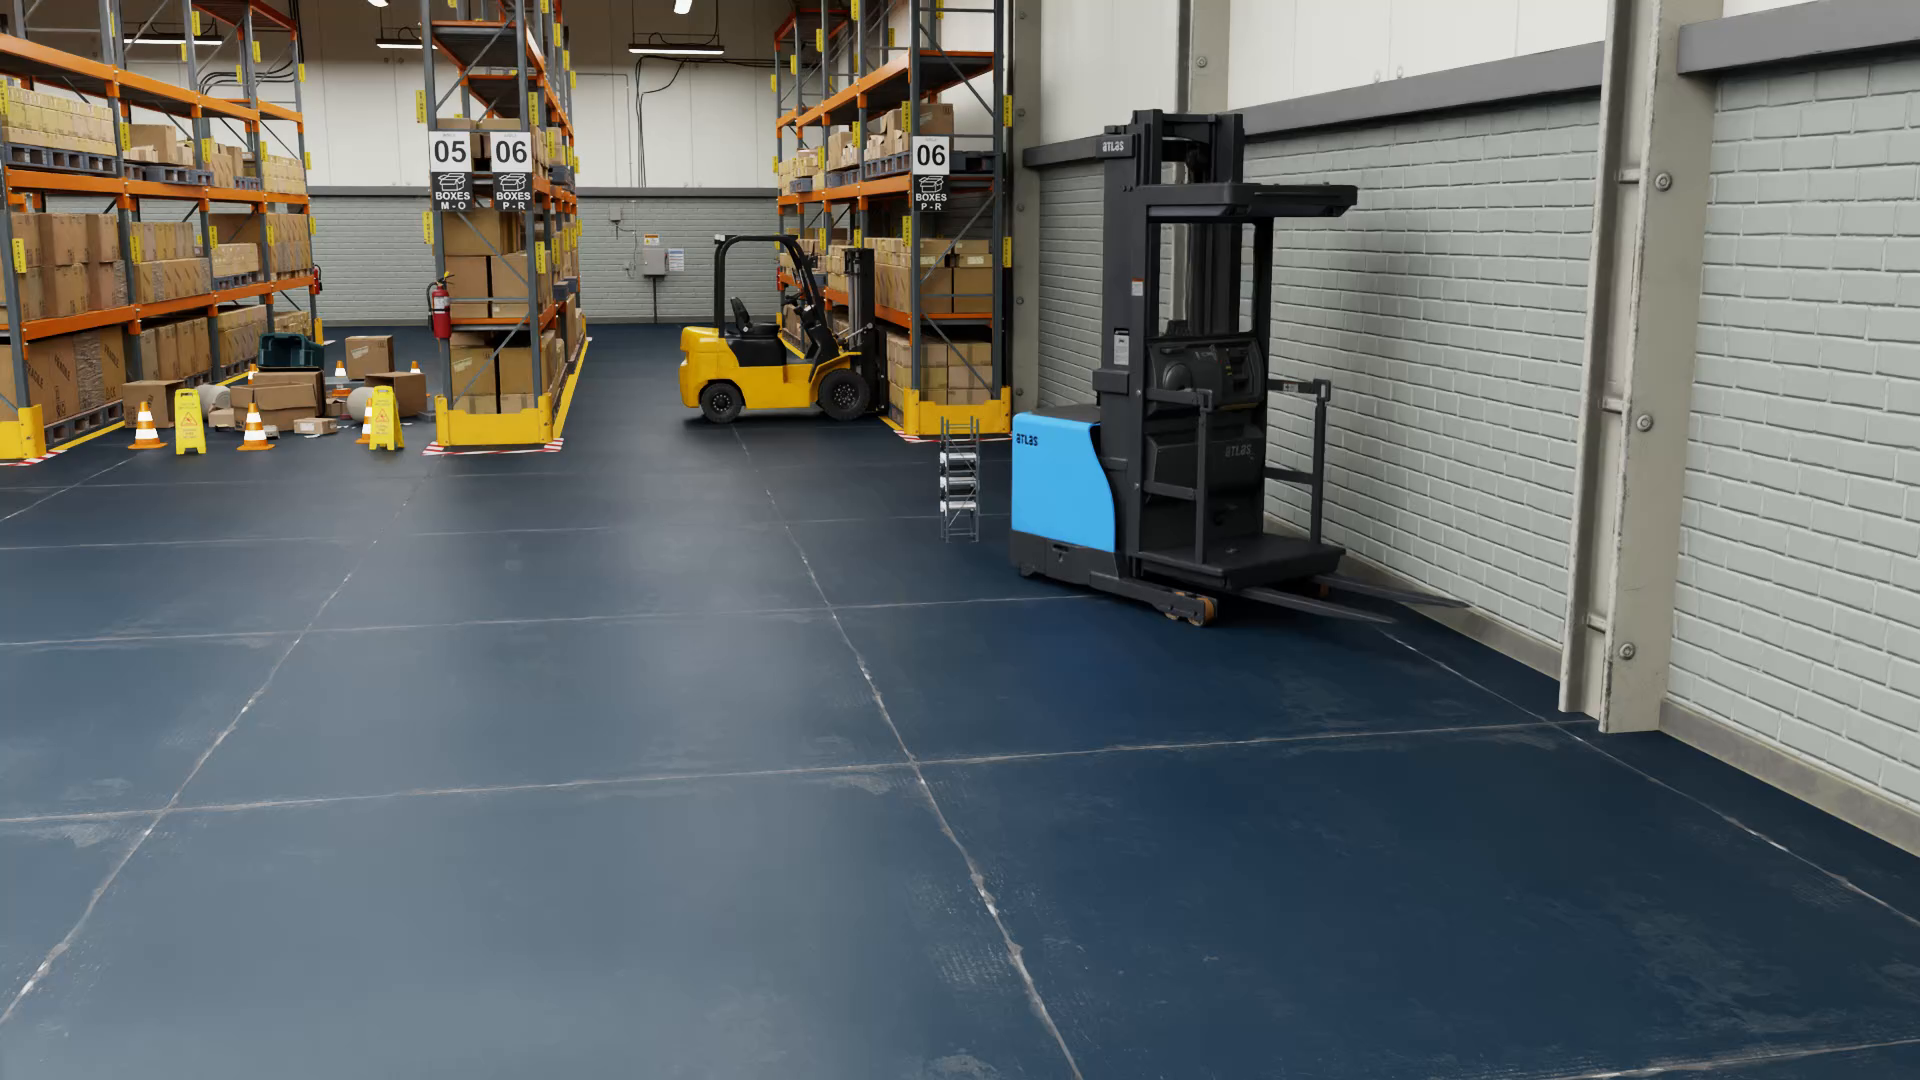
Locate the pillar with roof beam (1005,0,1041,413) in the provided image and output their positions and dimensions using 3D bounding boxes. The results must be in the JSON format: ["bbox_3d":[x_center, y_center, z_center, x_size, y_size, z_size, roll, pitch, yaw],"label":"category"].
[{"bbox_3d":[-3.509,-5.627,17.691,9.100,9.000,0.400,-2,11,-11],"label":"pillar with roof beam"}]

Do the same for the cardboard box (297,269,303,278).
[{"bbox_3d":[-12.363,-4.919,30.690,0.380,0.149,0.250,-2,11,-9],"label":"cardboard box"}]

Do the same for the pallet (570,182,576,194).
[{"bbox_3d":[-7.861,-6.723,31.712,1.003,0.211,1.213,-2,11,-11],"label":"pallet"}]

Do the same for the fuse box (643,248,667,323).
[{"bbox_3d":[-7.046,-5.879,38.507,0.539,1.711,0.414,-2,11,-11],"label":"fuse box"}]

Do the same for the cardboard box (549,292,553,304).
[{"bbox_3d":[-5.264,-3.011,20.667,0.380,0.149,0.250,-2,11,-10],"label":"cardboard box"}]

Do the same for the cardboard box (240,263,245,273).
[{"bbox_3d":[-11.596,-4.324,26.440,0.380,0.149,0.250,-3,11,-13],"label":"cardboard box"}]

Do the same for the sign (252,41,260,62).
[{"bbox_3d":[-11.530,-8.002,27.248,0.100,0.325,0.005,-2,11,-11],"label":"sign"}]

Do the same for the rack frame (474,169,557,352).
[{"bbox_3d":[-5.681,-3.228,21.134,1.000,3.000,0.127,-2,11,-11],"label":"rack frame"}]

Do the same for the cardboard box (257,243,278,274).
[{"bbox_3d":[-11.922,-4.792,28.288,0.500,0.500,0.500,-2,11,-12],"label":"cardboard box"}]

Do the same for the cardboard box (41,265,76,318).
[{"bbox_3d":[-9.970,-2.643,17.661,0.875,0.550,0.550,-2,11,-11],"label":"cardboard box"}]

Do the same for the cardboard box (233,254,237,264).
[{"bbox_3d":[-11.500,-4.374,25.906,0.380,0.149,0.250,-2,11,-9],"label":"cardboard box"}]

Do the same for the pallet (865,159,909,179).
[{"bbox_3d":[-0.622,-4.684,20.997,1.003,0.211,1.213,-2,11,-11],"label":"pallet"}]

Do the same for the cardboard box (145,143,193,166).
[{"bbox_3d":[-10.797,-5.267,22.674,0.500,0.311,0.500,-2,11,-11],"label":"cardboard box"}]

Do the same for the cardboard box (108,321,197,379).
[{"bbox_3d":[-11.091,-2.589,22.670,1.050,0.750,0.750,-2,11,-10],"label":"cardboard box"}]

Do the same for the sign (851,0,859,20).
[{"bbox_3d":[-1.343,-6.832,21.315,0.100,0.325,0.005,-2,11,-11],"label":"sign"}]

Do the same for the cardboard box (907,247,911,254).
[{"bbox_3d":[-0.390,-3.292,18.670,0.380,0.149,0.250,-2,11,-11],"label":"cardboard box"}]

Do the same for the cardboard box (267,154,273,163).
[{"bbox_3d":[-12.022,-6.545,28.534,0.380,0.149,0.250,-2,11,-13],"label":"cardboard box"}]

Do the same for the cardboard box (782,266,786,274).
[{"bbox_3d":[-3.352,-5.416,33.303,0.380,0.149,0.250,-2,11,-11],"label":"cardboard box"}]

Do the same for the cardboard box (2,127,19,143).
[{"bbox_3d":[-9.491,-3.976,16.322,0.380,0.149,0.250,-2,11,-11],"label":"cardboard box"}]

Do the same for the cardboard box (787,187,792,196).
[{"bbox_3d":[-3.057,-6.563,31.306,0.380,0.149,0.250,-2,11,-10],"label":"cardboard box"}]

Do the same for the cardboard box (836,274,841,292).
[{"bbox_3d":[-1.544,-3.792,24.499,0.500,0.250,0.500,-2,11,-13],"label":"cardboard box"}]

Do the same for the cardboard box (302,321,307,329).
[{"bbox_3d":[-12.366,-4.001,30.899,0.380,0.149,0.250,-3,11,-13],"label":"cardboard box"}]

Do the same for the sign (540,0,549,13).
[{"bbox_3d":[-5.145,-6.689,20.564,0.100,0.325,0.005,-2,11,-11],"label":"sign"}]

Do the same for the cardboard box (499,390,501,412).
[{"bbox_3d":[-5.417,-1.584,18.725,0.500,0.250,0.500,-2,11,-11],"label":"cardboard box"}]

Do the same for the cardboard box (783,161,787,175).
[{"bbox_3d":[-3.115,-7.126,31.857,0.500,0.250,0.500,-2,11,-12],"label":"cardboard box"}]

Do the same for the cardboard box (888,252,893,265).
[{"bbox_3d":[-0.651,-3.331,19.673,0.380,0.149,0.250,-2,11,-11],"label":"cardboard box"}]

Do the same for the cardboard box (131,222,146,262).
[{"bbox_3d":[-10.721,-3.755,20.960,0.700,0.500,0.500,-2,11,-12],"label":"cardboard box"}]

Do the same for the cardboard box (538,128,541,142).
[{"bbox_3d":[-5.010,-4.639,19.063,0.380,0.149,0.250,-2,11,-10],"label":"cardboard box"}]

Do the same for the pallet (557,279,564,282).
[{"bbox_3d":[-6.034,-3.506,23.106,1.003,0.211,1.213,-2,11,-11],"label":"pallet"}]

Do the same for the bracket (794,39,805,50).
[{"bbox_3d":[-3.677,-11.351,38.138,0.235,0.232,0.430,-2,11,-11],"label":"bracket"}]

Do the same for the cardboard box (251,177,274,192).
[{"bbox_3d":[-11.904,-5.991,28.030,0.500,0.250,0.500,-2,11,-8],"label":"cardboard box"}]

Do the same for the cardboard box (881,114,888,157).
[{"bbox_3d":[-0.538,-4.828,19.850,0.797,0.503,0.637,-2,11,-9],"label":"cardboard box"}]

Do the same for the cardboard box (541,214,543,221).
[{"bbox_3d":[-7.593,-5.697,29.432,0.380,0.149,0.250,-2,11,-11],"label":"cardboard box"}]

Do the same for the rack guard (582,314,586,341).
[{"bbox_3d":[-8.020,-4.205,32.954,1.175,0.500,0.348,-2,11,-11],"label":"rack guard"}]

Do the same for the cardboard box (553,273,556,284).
[{"bbox_3d":[-5.479,-3.424,21.711,0.380,0.149,0.250,-2,11,-10],"label":"cardboard box"}]

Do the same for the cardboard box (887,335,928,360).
[{"bbox_3d":[-0.644,-2.281,19.715,0.500,0.250,0.500,-2,11,-10],"label":"cardboard box"}]

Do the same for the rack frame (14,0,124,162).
[{"bbox_3d":[-10.517,-5.977,19.530,1.000,3.000,0.127,-2,11,-11],"label":"rack frame"}]

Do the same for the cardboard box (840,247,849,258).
[{"bbox_3d":[-1.502,-4.111,23.769,0.380,0.149,0.250,-2,11,-13],"label":"cardboard box"}]

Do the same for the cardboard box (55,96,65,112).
[{"bbox_3d":[-9.788,-4.646,17.710,0.380,0.149,0.250,-2,11,-10],"label":"cardboard box"}]

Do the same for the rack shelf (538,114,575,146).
[{"bbox_3d":[-7.626,-7.459,30.314,1.077,0.370,4.000,-2,11,-11],"label":"rack shelf"}]

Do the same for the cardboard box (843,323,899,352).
[{"bbox_3d":[-1.217,-2.825,24.242,0.875,0.625,0.625,-3,11,-13],"label":"cardboard box"}]

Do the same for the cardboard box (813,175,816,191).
[{"bbox_3d":[-2.125,-5.812,27.088,0.500,0.250,0.500,-2,11,-11],"label":"cardboard box"}]

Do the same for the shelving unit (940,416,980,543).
[{"bbox_3d":[-0.002,-0.444,12.120,0.258,0.900,0.210,-2,11,-11],"label":"shelving unit"}]

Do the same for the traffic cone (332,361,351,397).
[{"bbox_3d":[-8.333,-2.175,22.387,0.336,0.463,0.334,-2,11,-11],"label":"traffic cone"}]

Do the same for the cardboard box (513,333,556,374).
[{"bbox_3d":[-5.202,-2.260,20.273,0.500,0.500,0.500,-2,11,-10],"label":"cardboard box"}]

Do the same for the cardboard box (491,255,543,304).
[{"bbox_3d":[-4.723,-2.787,17.752,0.500,0.500,0.500,-2,11,-12],"label":"cardboard box"}]

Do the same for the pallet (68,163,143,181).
[{"bbox_3d":[-10.744,-4.575,20.702,0.805,0.209,1.217,-3,11,-13],"label":"pallet"}]

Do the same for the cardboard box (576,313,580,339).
[{"bbox_3d":[-7.429,-3.926,30.531,0.875,0.438,0.875,-2,11,-13],"label":"cardboard box"}]

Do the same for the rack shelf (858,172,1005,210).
[{"bbox_3d":[-0.424,-4.163,19.945,1.077,0.370,4.000,-2,11,-11],"label":"rack shelf"}]

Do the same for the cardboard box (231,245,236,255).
[{"bbox_3d":[-11.497,-4.517,25.863,0.380,0.149,0.250,-2,11,-12],"label":"cardboard box"}]

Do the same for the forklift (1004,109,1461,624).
[{"bbox_3d":[1.581,-1.056,9.908,1.130,2.935,3.031,-8,13,-37],"label":"forklift"}]

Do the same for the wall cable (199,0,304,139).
[{"bbox_3d":[-15.455,-10.758,36.049,2.277,5.999,0.120,-2,11,-11],"label":"wall cable"}]

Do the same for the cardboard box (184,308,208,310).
[{"bbox_3d":[-11.988,-3.507,26.156,0.500,0.250,0.500,-2,11,-9],"label":"cardboard box"}]

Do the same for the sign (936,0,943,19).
[{"bbox_3d":[-0.264,-6.909,21.505,0.100,0.325,0.005,-2,11,-11],"label":"sign"}]
